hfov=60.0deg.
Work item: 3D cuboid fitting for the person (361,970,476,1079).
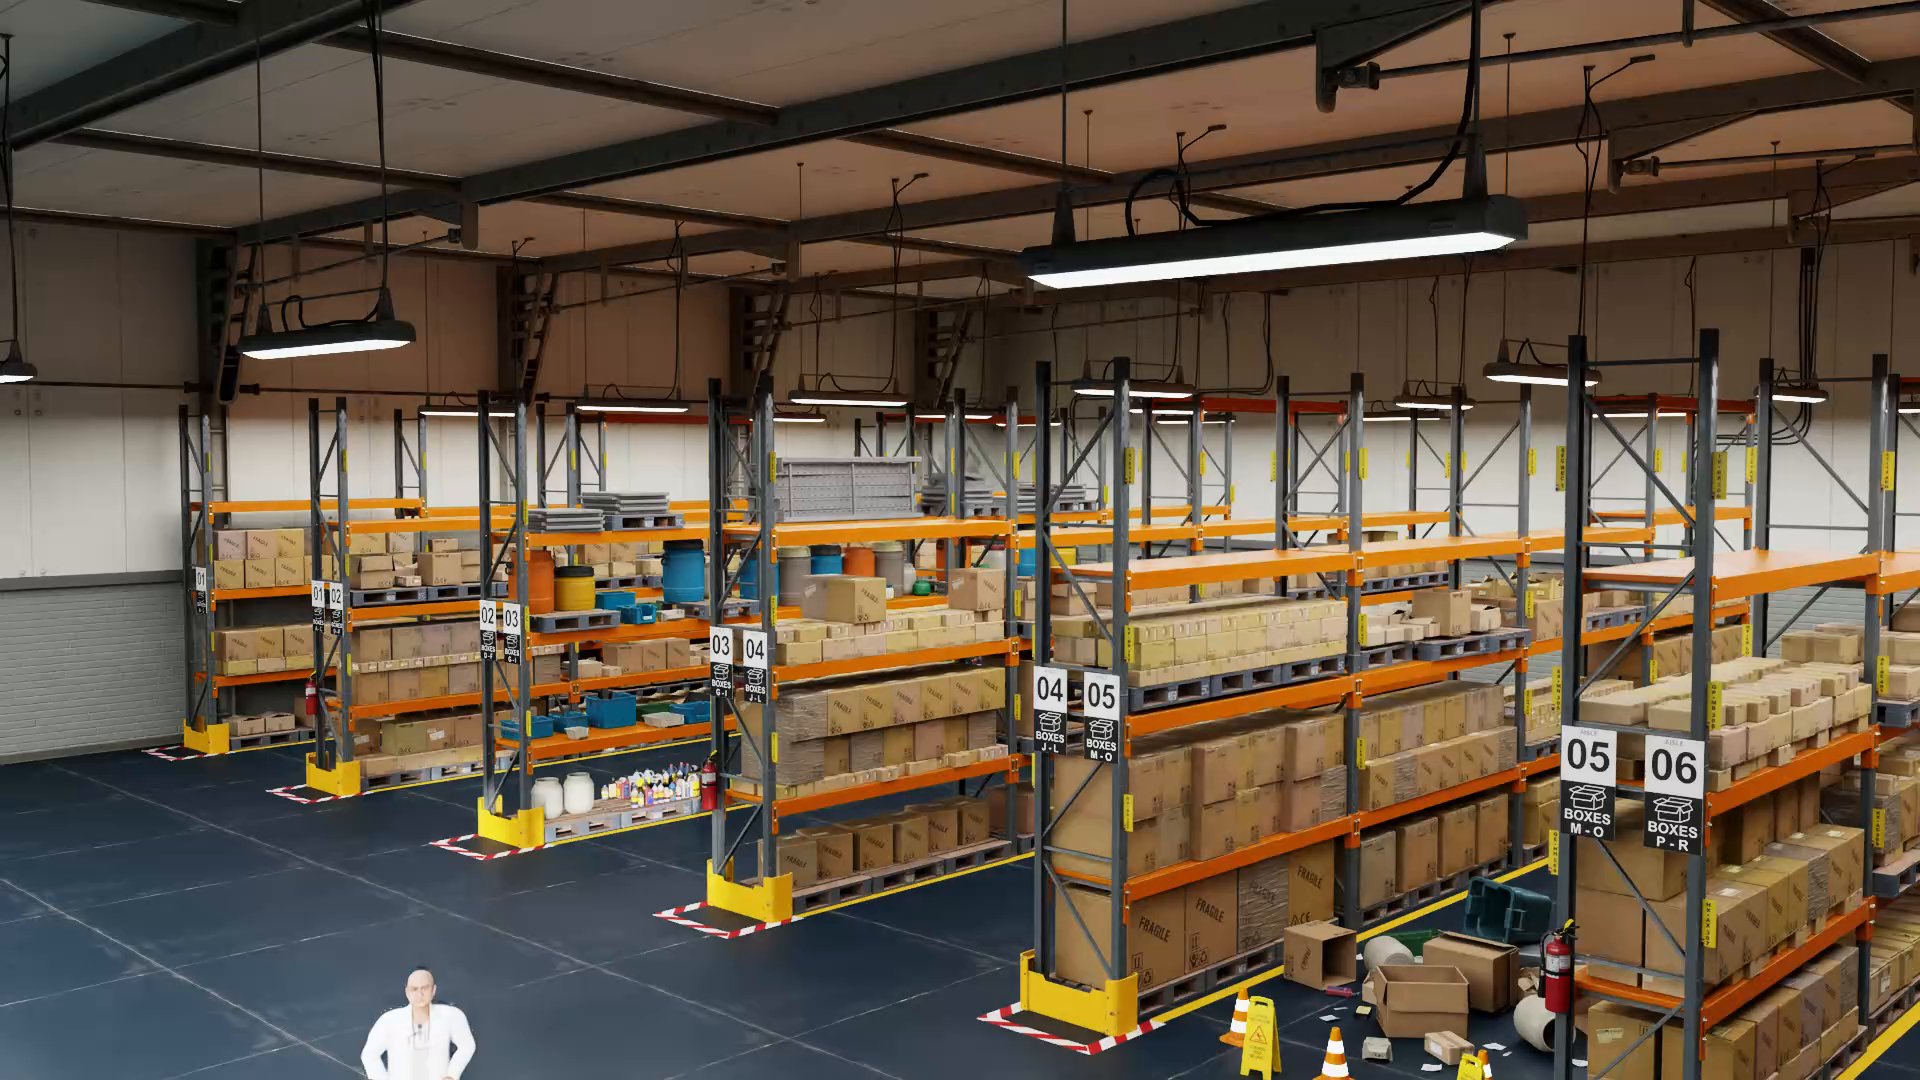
[{"bbox_3d":[-3.582,3.673,11.032,0.723,1.666,0.616,-1,3,-20],"label":"person"}]
